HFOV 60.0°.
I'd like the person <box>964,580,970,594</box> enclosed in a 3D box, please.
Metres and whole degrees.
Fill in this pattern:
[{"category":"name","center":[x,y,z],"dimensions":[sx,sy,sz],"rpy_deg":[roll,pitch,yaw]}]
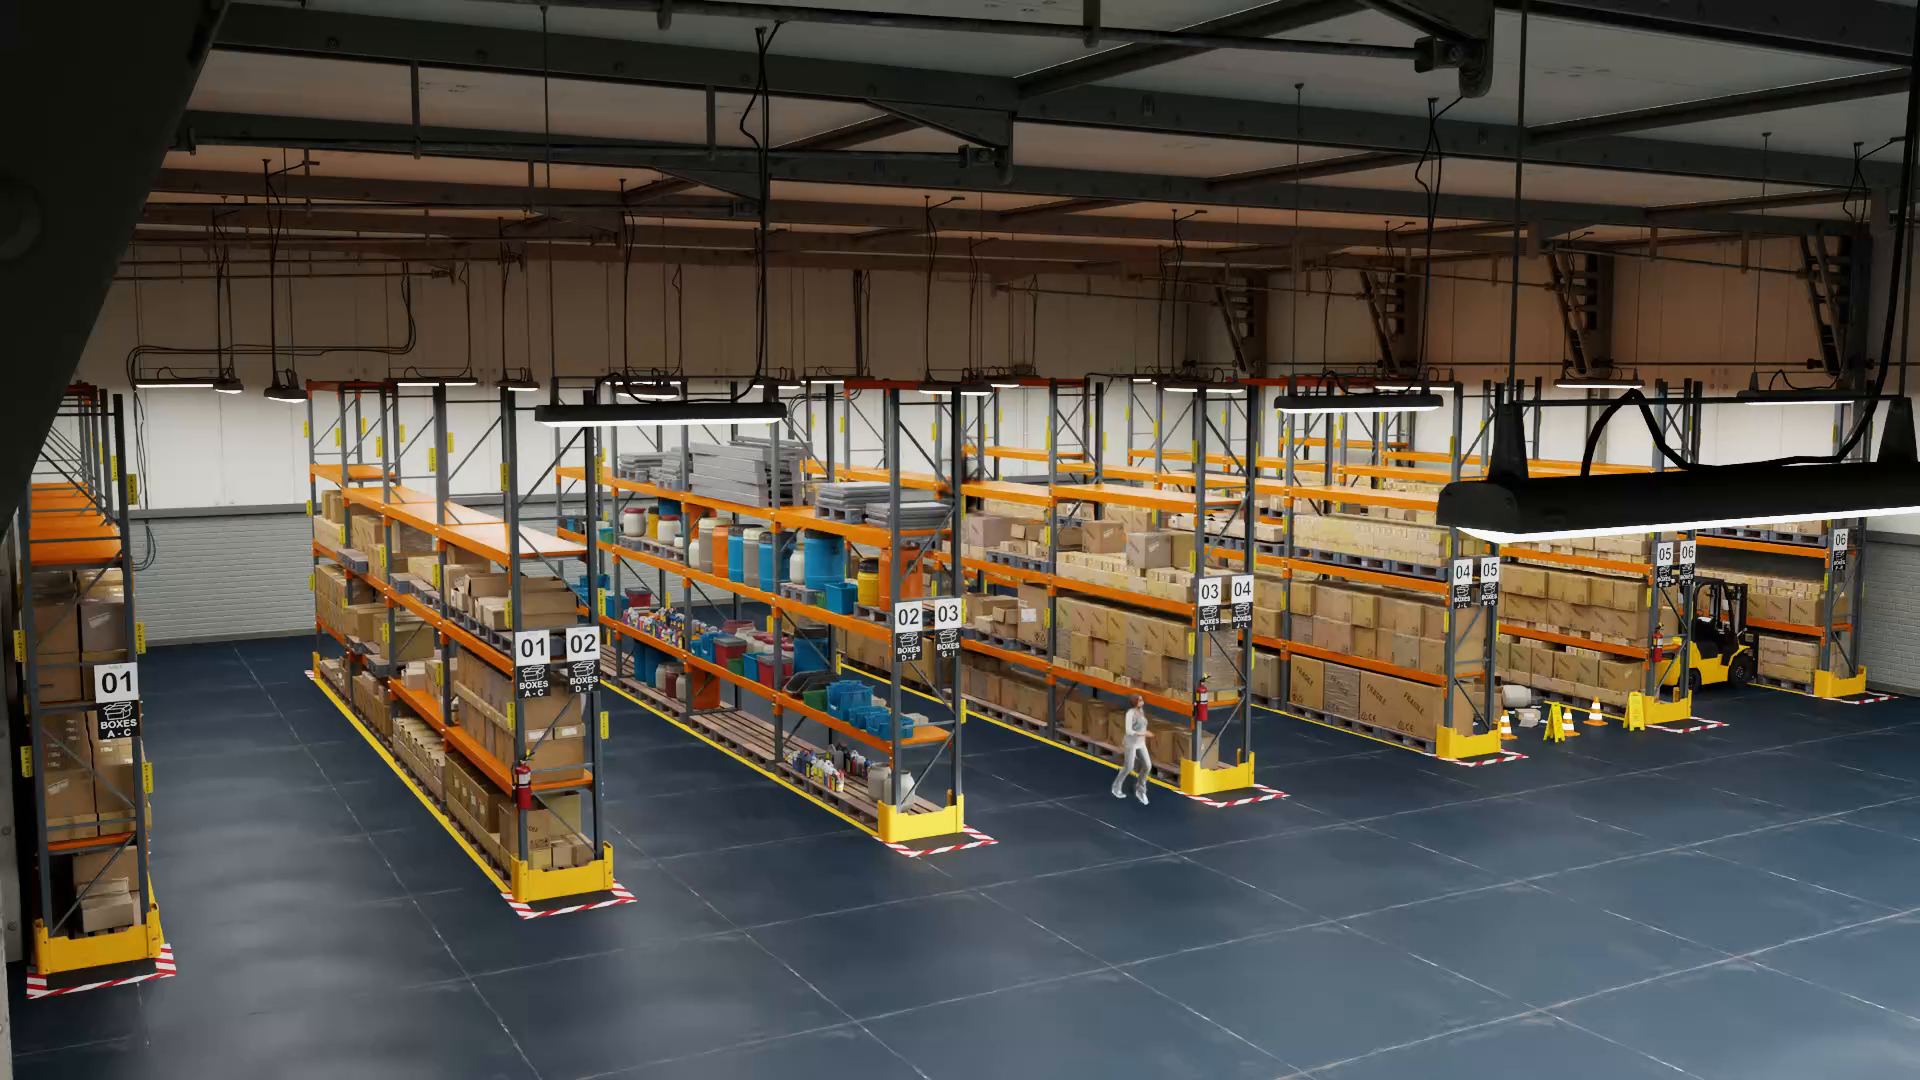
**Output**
[{"category":"person","center":[0.084,1.719,35.104],"dimensions":[0.700,1.773,0.971],"rpy_deg":[-4,7,-32]}]

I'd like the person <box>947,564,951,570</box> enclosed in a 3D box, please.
[{"category":"person","center":[-0.061,1.098,41.965],"dimensions":[0.702,1.609,0.628],"rpy_deg":[-2,6,-19]}]

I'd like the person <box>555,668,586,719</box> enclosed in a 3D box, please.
[{"category":"person","center":[-6.569,2.480,28.120],"dimensions":[0.655,1.754,0.746],"rpy_deg":[-5,8,-41]}]

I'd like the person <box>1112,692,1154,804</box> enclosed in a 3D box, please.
[{"category":"person","center":[2.518,3.018,23.967],"dimensions":[0.698,1.631,0.553],"rpy_deg":[5,8,38]}]
